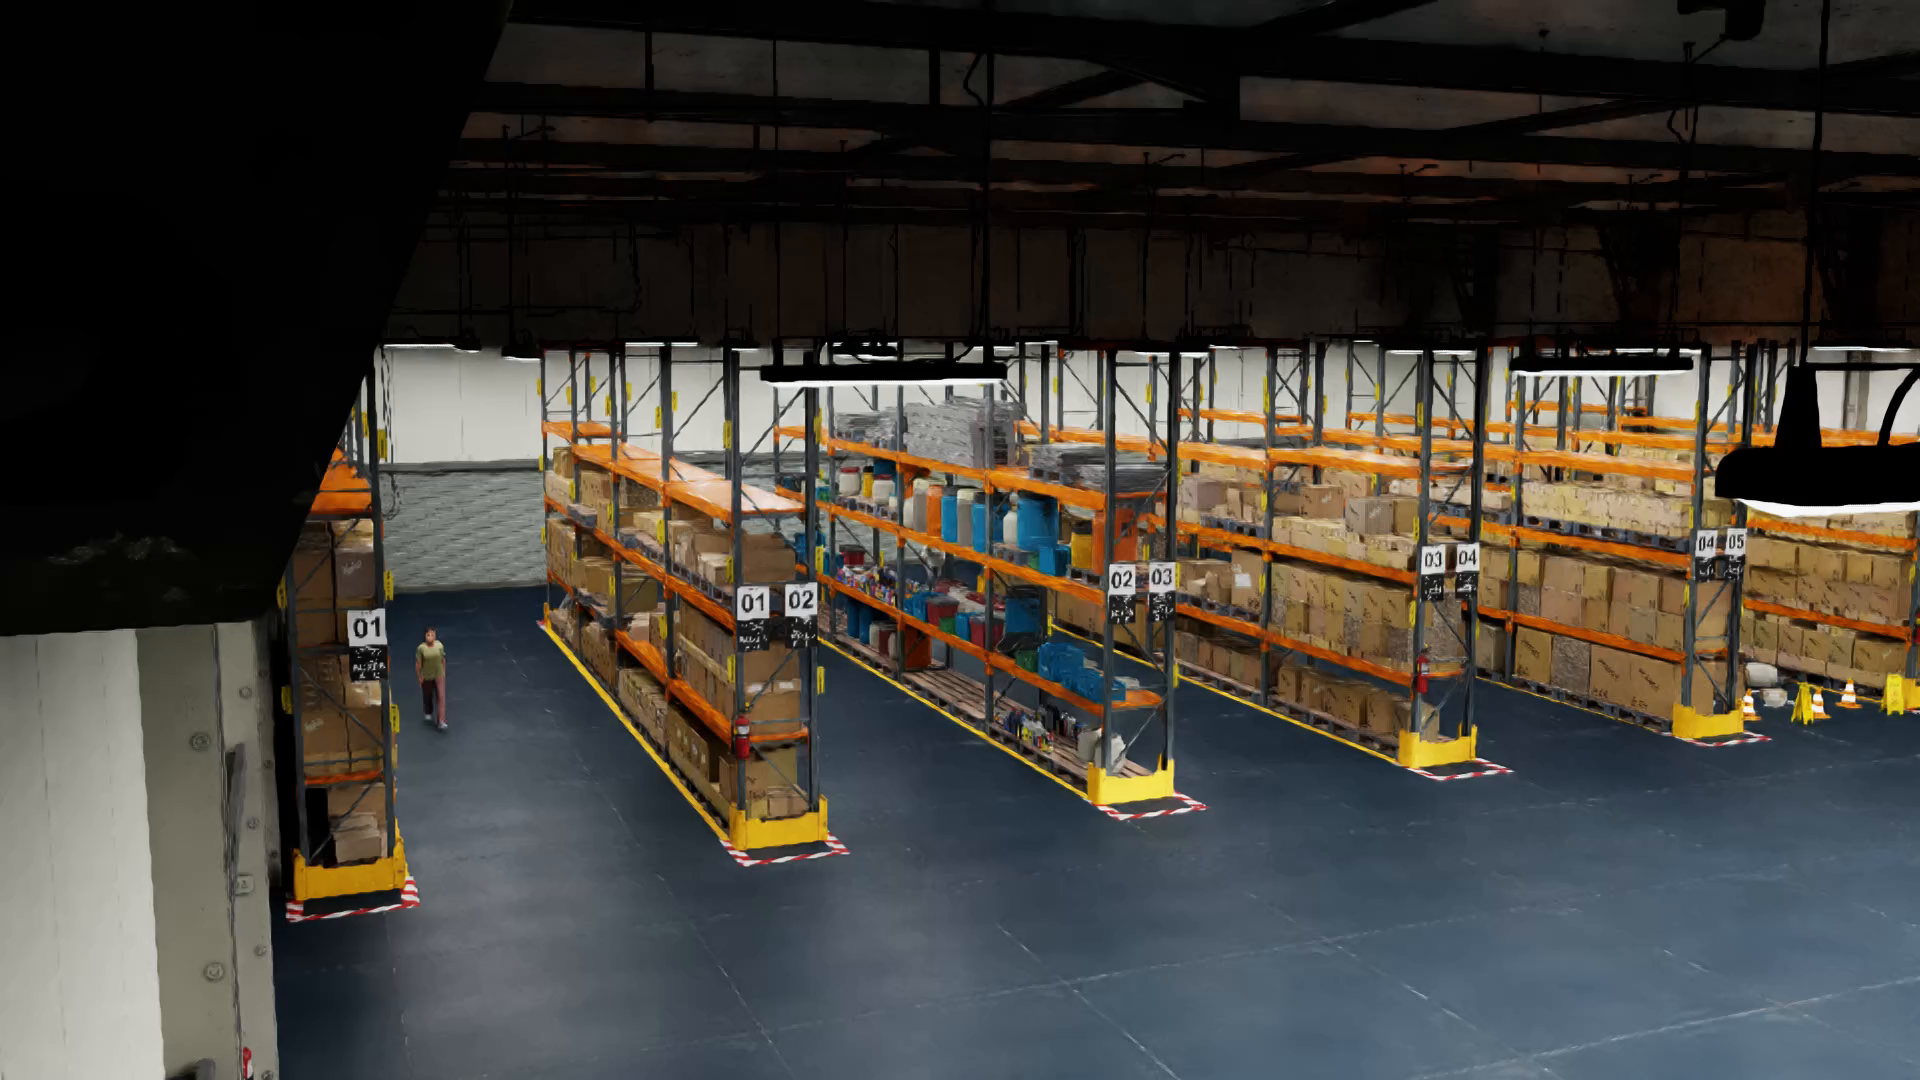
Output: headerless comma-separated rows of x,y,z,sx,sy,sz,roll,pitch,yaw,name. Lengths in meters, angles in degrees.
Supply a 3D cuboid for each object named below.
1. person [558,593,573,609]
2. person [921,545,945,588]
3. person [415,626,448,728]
-8.490,0.808,36.104,0.453,1.658,0.643,0,7,4,person
-0.631,0.576,38.468,0.566,1.541,0.519,-3,8,-24,person
-8.326,2.130,26.175,0.448,1.590,1.110,-3,8,-20,person
